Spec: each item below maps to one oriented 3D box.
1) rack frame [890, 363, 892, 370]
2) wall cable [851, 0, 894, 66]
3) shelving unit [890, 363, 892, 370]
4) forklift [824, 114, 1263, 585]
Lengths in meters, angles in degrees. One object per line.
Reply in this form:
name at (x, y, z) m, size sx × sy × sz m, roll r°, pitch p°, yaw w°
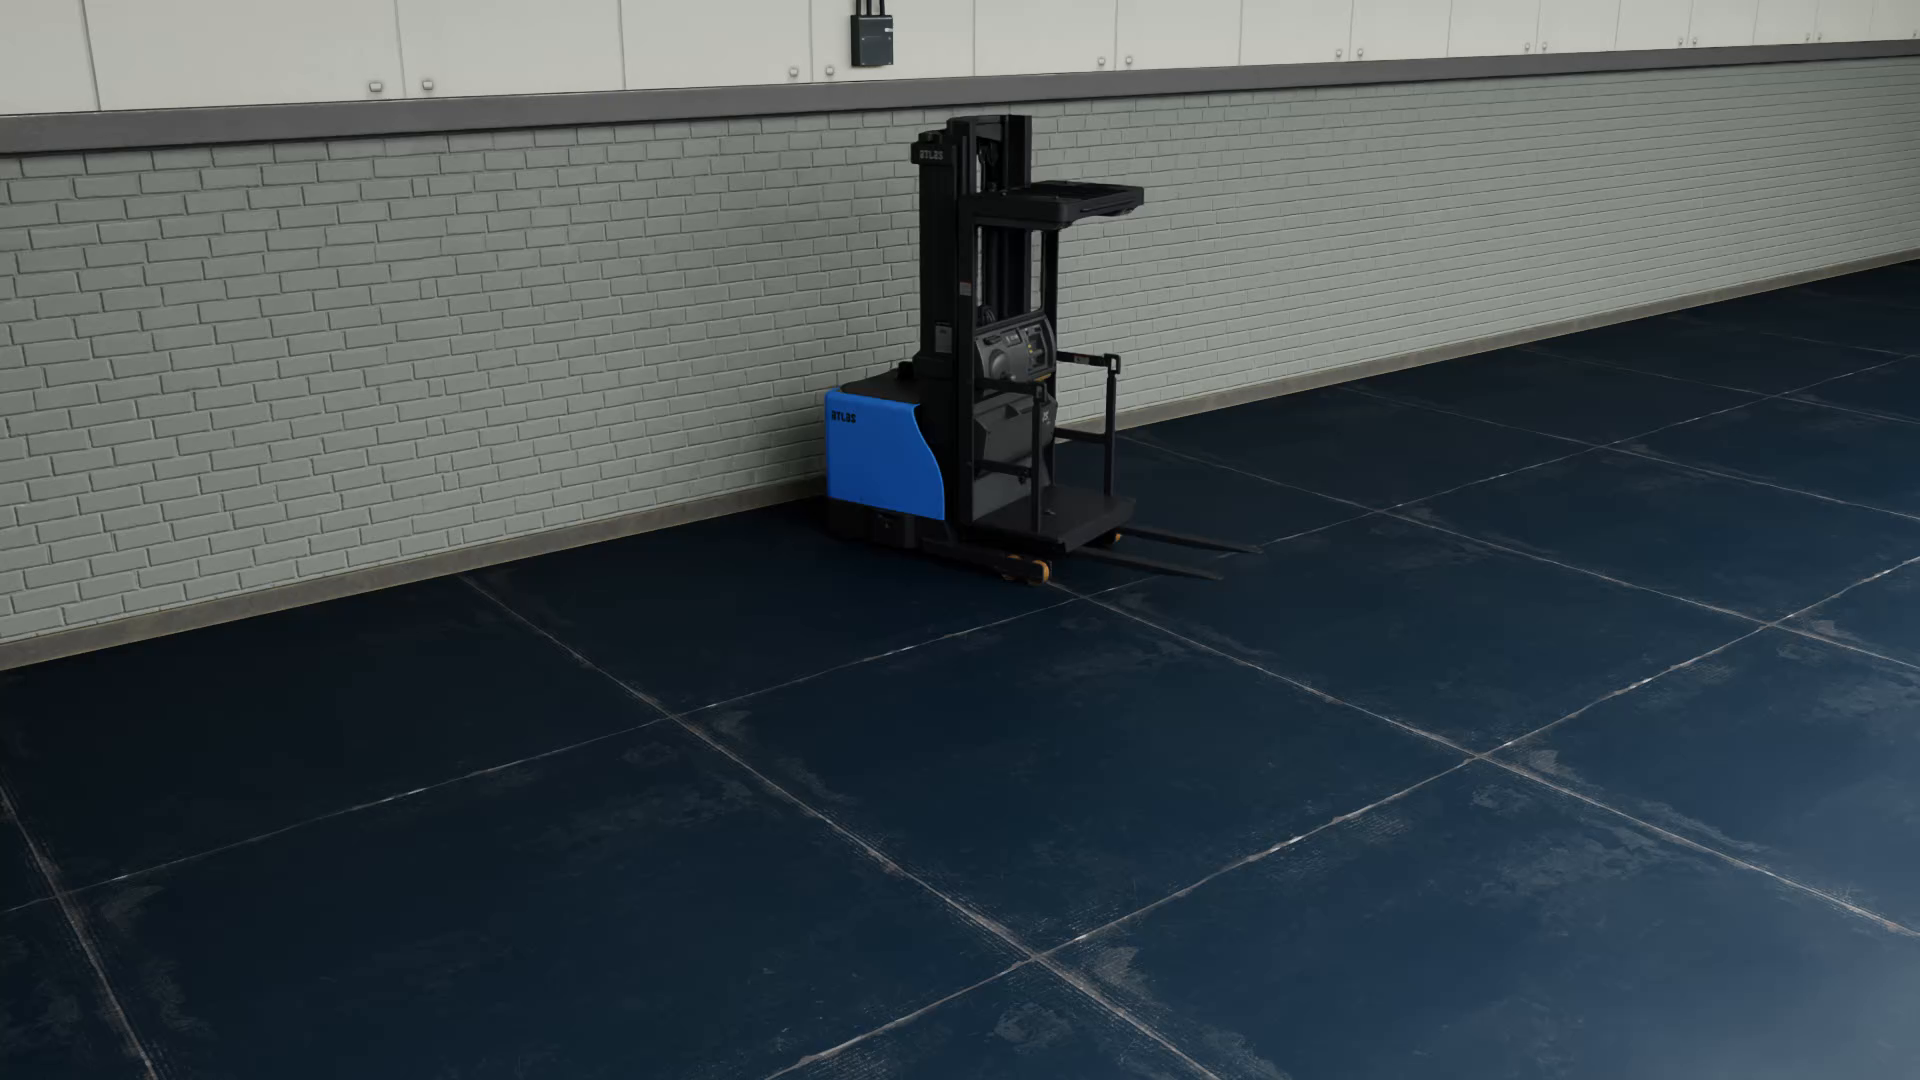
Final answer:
rack frame at (-0.479, -0.813, 12.649) m, size 0.008 × 1.050 × 0.200 m, roll -9°, pitch 20°, yaw -25°
wall cable at (0.153, -6.530, 11.859) m, size 2.305 × 6.003 × 0.169 m, roll -14°, pitch 23°, yaw -36°
shelving unit at (-0.369, -0.830, 12.700) m, size 0.252 × 1.050 × 0.215 m, roll -9°, pitch 20°, yaw -25°
forklift at (0.547, -1.283, 11.073) m, size 3.031 × 2.935 × 1.130 m, roll 12°, pitch 22°, yaw 32°
